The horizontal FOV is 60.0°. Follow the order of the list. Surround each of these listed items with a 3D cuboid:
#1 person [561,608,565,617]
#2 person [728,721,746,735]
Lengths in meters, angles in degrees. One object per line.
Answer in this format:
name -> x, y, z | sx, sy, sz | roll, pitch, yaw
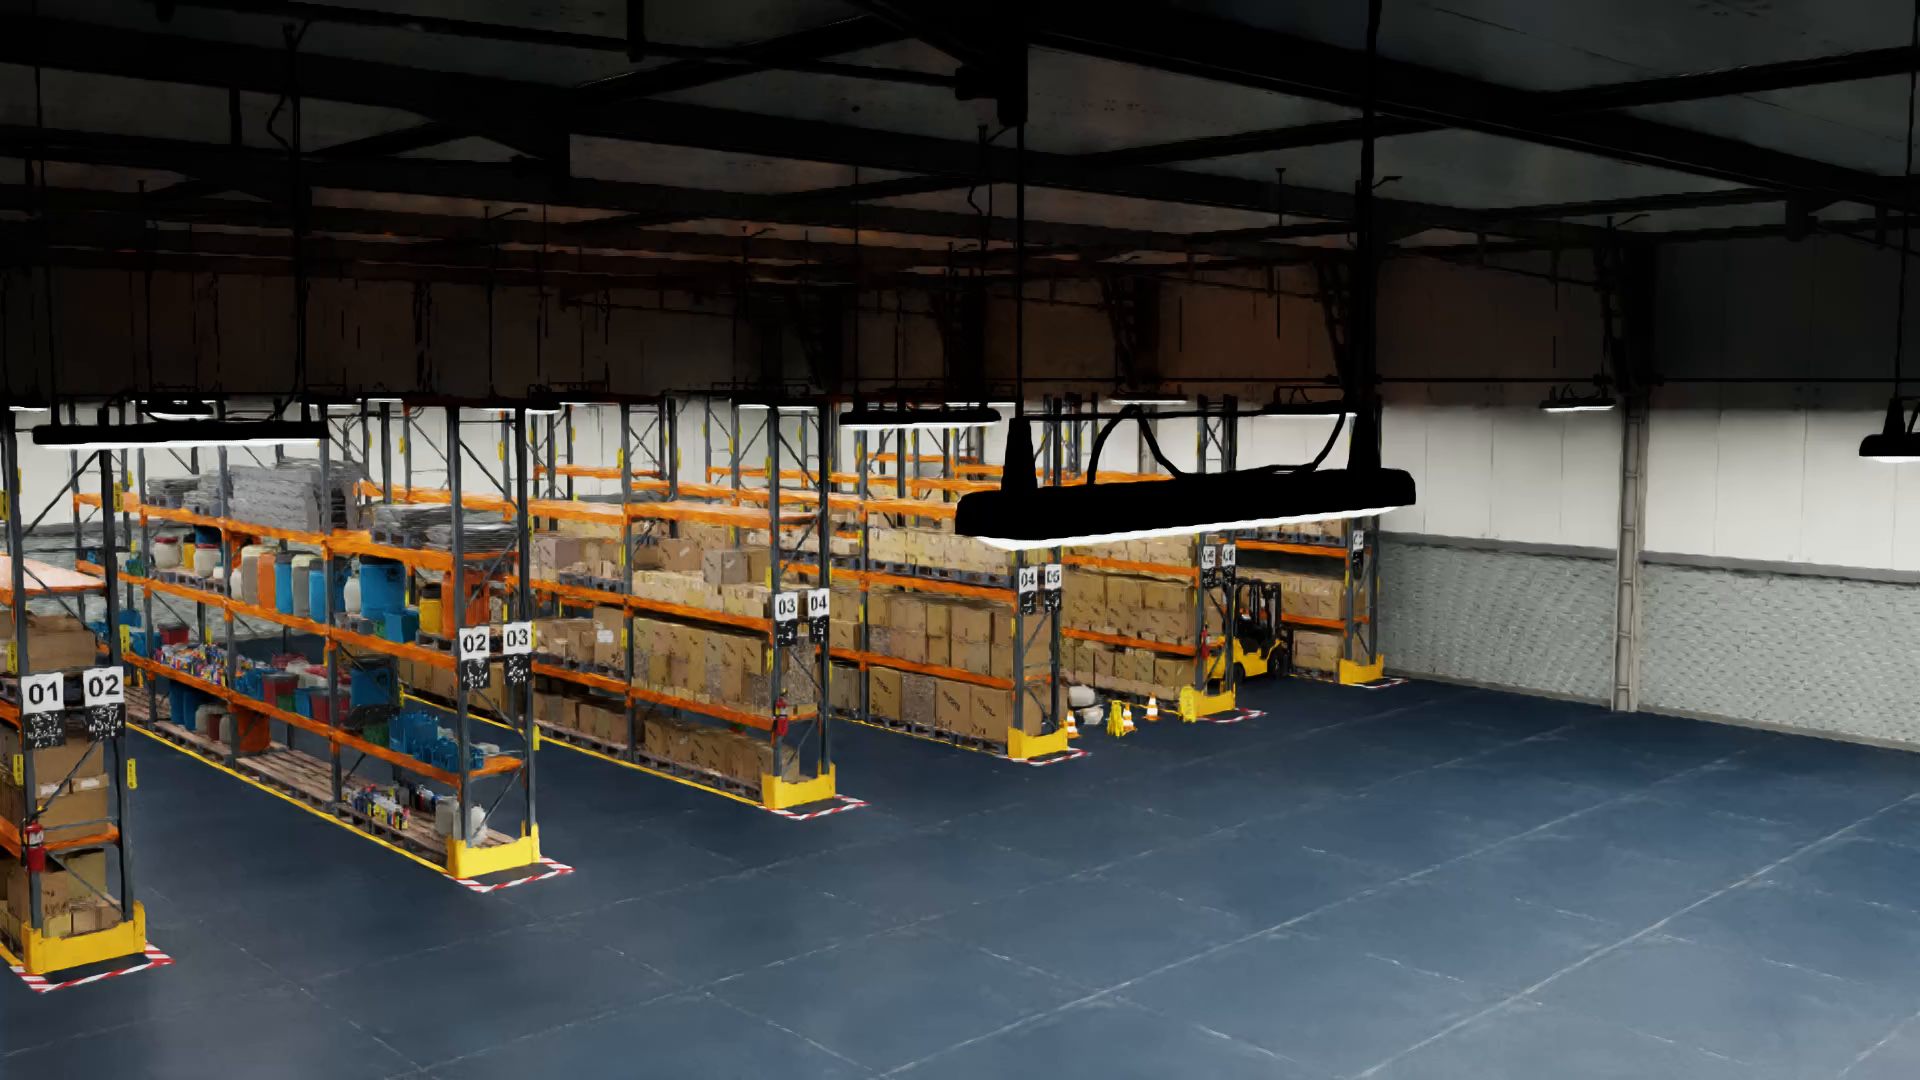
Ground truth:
person -> -8.133, 2.211, 33.928 | 0.572, 1.667, 0.460 | 2, 6, 24
person -> -3.775, 2.669, 28.432 | 0.674, 1.793, 0.391 | 4, 7, 38
